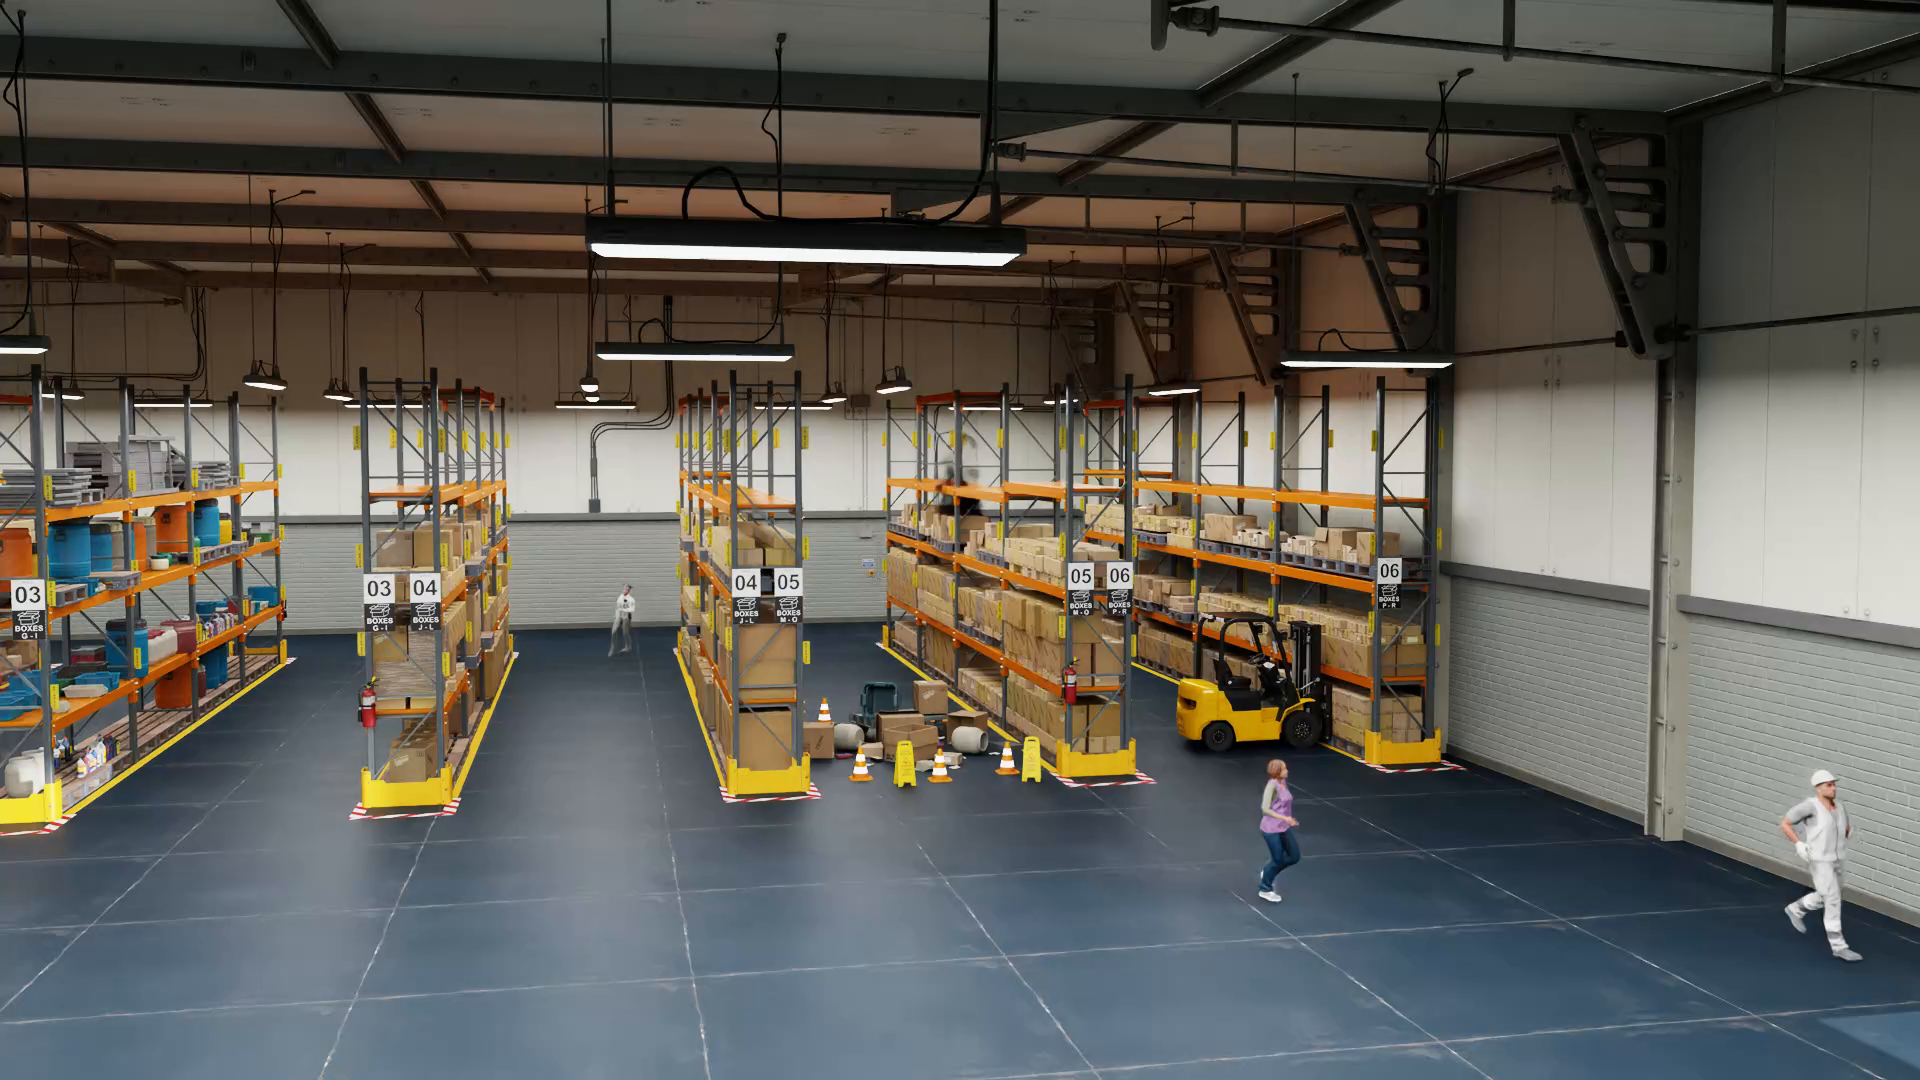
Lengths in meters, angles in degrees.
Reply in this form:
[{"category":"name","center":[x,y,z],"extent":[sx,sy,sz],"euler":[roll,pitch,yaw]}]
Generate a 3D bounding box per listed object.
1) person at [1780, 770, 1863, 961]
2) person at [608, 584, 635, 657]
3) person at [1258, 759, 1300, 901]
[{"category":"person","center":[8.439,3.131,16.255],"extent":[0.665,1.766,0.981],"euler":[-1,4,-21]},{"category":"person","center":[-7.816,1.846,38.866],"extent":[0.591,1.680,0.751],"euler":[1,4,21]},{"category":"person","center":[3.457,3.145,18.009],"extent":[0.517,1.565,0.541],"euler":[2,4,36]}]
